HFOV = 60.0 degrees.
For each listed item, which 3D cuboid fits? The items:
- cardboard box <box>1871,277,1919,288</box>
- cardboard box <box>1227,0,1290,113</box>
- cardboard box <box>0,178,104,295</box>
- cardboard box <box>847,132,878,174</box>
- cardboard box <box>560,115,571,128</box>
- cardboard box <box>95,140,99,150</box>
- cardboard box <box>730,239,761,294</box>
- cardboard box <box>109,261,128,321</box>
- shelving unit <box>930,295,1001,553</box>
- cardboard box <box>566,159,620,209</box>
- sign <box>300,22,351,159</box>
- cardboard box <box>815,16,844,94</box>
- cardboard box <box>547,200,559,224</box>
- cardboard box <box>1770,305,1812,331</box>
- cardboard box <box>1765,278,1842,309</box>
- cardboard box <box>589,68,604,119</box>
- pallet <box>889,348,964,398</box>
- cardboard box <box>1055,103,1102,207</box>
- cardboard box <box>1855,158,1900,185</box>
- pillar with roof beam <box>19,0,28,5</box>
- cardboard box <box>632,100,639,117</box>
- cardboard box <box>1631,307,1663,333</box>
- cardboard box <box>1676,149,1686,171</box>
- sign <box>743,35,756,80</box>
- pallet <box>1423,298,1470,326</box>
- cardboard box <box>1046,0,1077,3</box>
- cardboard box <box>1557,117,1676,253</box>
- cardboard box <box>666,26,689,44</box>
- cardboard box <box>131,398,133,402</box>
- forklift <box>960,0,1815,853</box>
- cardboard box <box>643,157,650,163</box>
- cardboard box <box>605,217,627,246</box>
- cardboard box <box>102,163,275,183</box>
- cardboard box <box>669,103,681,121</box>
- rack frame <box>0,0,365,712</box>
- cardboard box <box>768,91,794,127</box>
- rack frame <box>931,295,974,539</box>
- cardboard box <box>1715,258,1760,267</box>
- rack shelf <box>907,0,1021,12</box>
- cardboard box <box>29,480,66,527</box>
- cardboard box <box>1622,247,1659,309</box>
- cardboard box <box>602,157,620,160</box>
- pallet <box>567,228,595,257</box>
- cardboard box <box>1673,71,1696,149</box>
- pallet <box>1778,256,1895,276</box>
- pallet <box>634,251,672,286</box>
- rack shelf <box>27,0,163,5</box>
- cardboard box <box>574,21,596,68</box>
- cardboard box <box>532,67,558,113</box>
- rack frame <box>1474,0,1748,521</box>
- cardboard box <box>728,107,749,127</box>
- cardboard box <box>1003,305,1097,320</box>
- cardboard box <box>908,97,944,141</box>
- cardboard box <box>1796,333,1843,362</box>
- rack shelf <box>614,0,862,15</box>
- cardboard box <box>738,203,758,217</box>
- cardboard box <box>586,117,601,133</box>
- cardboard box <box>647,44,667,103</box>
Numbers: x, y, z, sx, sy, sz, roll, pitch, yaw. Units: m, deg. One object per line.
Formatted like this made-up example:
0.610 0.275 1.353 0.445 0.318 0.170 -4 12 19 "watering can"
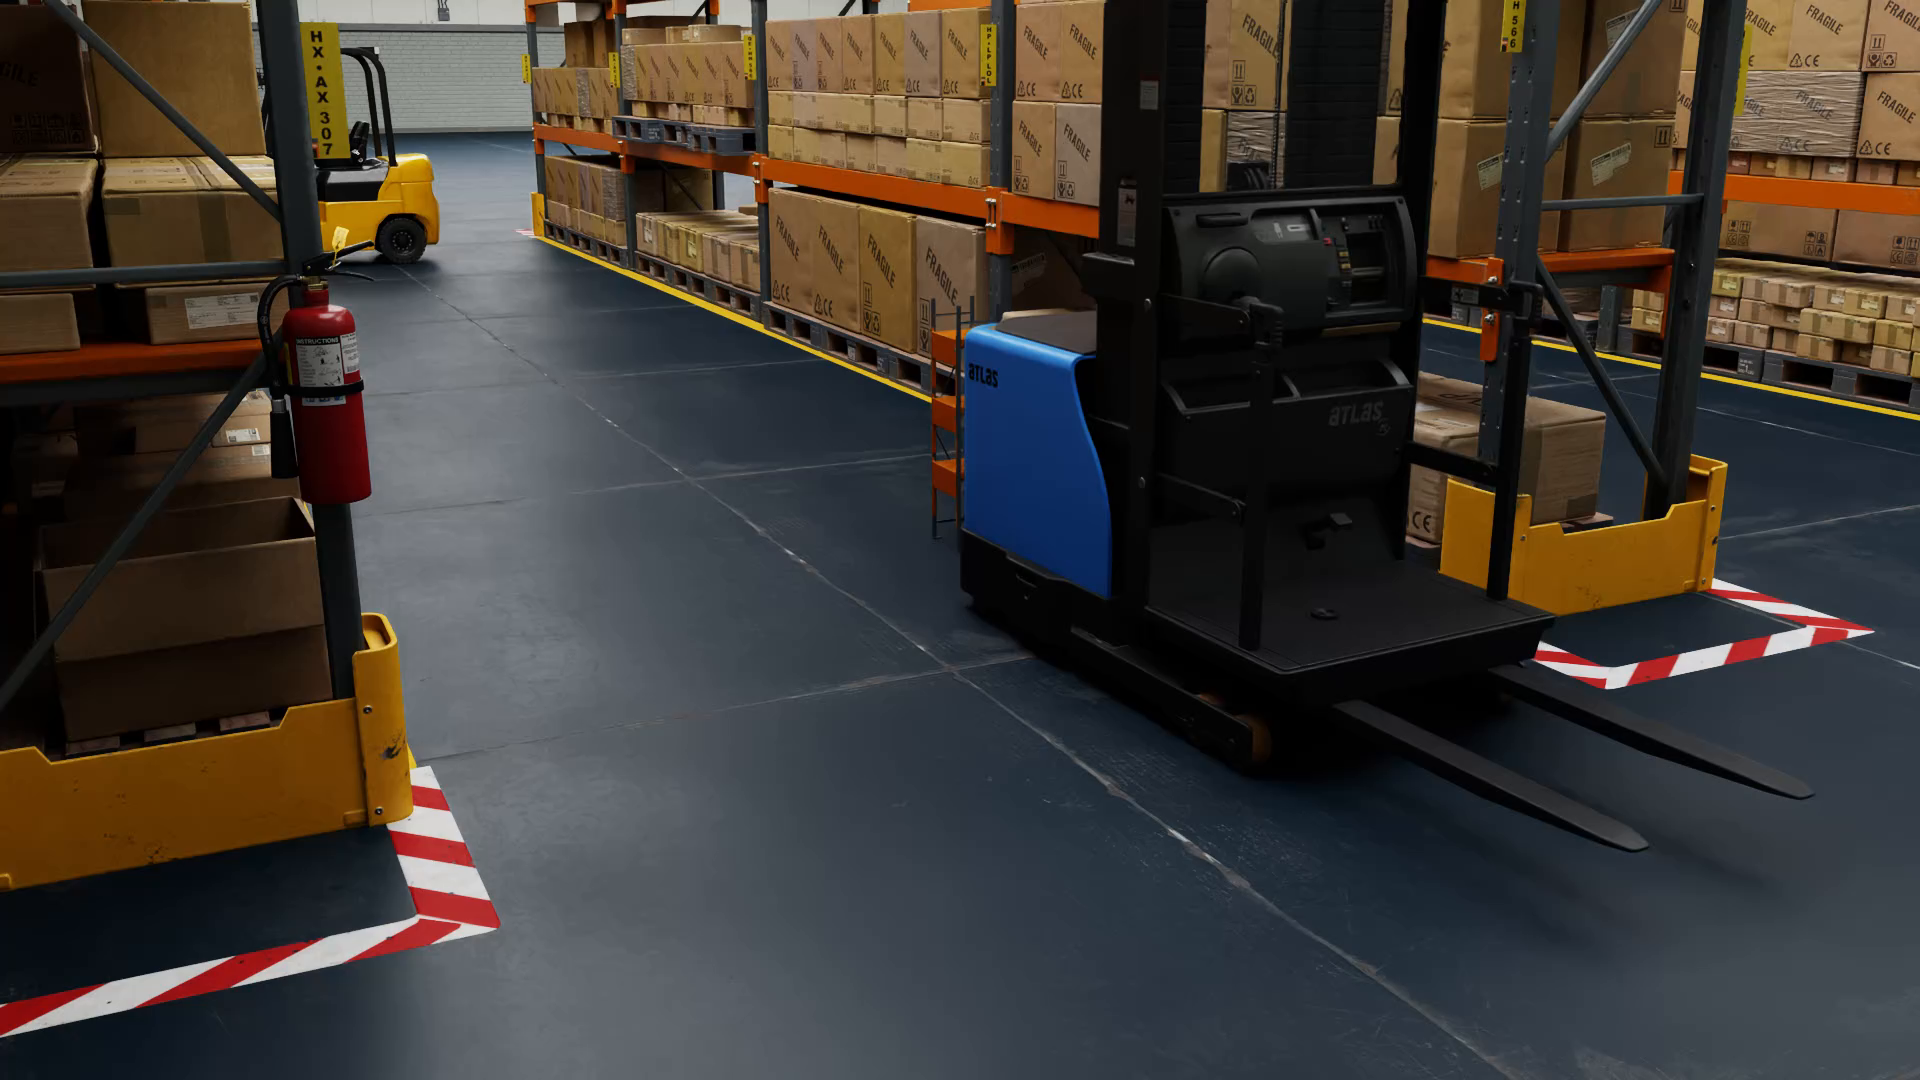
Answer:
6.077 -1.591 10.685 0.380 0.149 0.250 -8 18 -27 "cardboard box"
1.502 -2.098 7.130 0.500 0.500 0.500 -8 18 -25 "cardboard box"
-2.504 -0.782 4.269 0.500 0.250 0.500 -7 17 -23 "cardboard box"
-0.435 -2.611 11.185 0.500 0.250 0.500 -8 18 -25 "cardboard box"
-4.270 -4.702 18.653 0.380 0.149 0.250 -7 17 -23 "cardboard box"
-3.616 -1.413 6.468 0.500 0.250 0.500 -8 18 -25 "cardboard box"
-1.347 -2.293 13.807 0.950 0.372 0.625 -9 18 -29 "cardboard box"
-2.261 -0.741 4.851 0.380 0.149 0.250 -8 18 -26 "cardboard box"
0.023 -0.491 7.060 0.215 1.050 0.252 -8 18 -25 "shelving unit"
-4.052 -3.944 18.420 0.500 0.500 0.500 -7 18 -24 "cardboard box"
-1.576 -1.111 4.113 0.100 0.325 0.005 -8 18 -25 "sign"
-0.673 -3.338 11.451 0.500 0.500 0.500 -7 17 -23 "cardboard box"
-4.508 -3.844 19.430 0.500 0.250 0.500 -8 18 -25 "cardboard box"
5.466 -1.444 10.713 0.380 0.149 0.250 -7 17 -22 "cardboard box"
5.410 -1.585 10.663 0.380 0.149 0.250 -7 18 -24 "cardboard box"
-3.510 -4.603 17.132 0.500 0.500 0.500 -7 17 -23 "cardboard box"
0.238 -1.063 10.573 1.003 0.211 1.213 -8 18 -25 "pallet"
0.831 -1.996 8.587 0.500 0.500 0.500 -8 18 -25 "cardboard box"
5.659 -2.233 10.048 0.380 0.149 0.250 -7 17 -23 "cardboard box"
-8.337 -9.206 23.017 9.100 9.000 0.400 -8 18 -25 "pillar with roof beam"
-2.902 -4.111 15.832 0.380 0.149 0.250 -7 18 -24 "cardboard box"
4.920 -1.547 11.611 0.380 0.149 0.250 -9 18 -27 "cardboard box"
5.060 -2.559 11.185 0.380 0.149 0.250 -7 17 -23 "cardboard box"
-1.592 -3.664 12.624 0.100 0.325 0.005 -8 18 -25 "sign"
4.169 -2.000 13.838 1.003 0.211 1.213 -8 18 -25 "pallet"
0.676 -2.891 8.716 0.380 0.149 0.250 -7 18 -24 "cardboard box"
2.444 -1.431 6.619 0.500 0.500 0.500 -8 18 -25 "cardboard box"
-2.404 -4.493 14.813 0.380 0.149 0.250 -7 17 -22 "cardboard box"
-4.507 -0.831 8.479 0.500 0.500 0.500 -8 18 -27 "cardboard box"
1.148 -0.875 4.988 1.130 2.935 3.031 -9 18 -27 "forklift"
-3.225 -4.168 18.026 0.380 0.149 0.250 -7 17 -22 "cardboard box"
-3.361 -3.199 17.185 0.500 0.250 0.500 -7 17 -22 "cardboard box"
-2.241 -0.970 4.925 0.500 0.250 0.500 -7 18 -24 "cardboard box"
-2.356 -3.784 14.694 0.380 0.149 0.250 -7 17 -23 "cardboard box"
-2.064 -0.629 4.004 1.000 3.000 0.127 -8 18 -25 "rack frame"
-1.108 -3.226 12.420 0.500 0.250 0.500 -8 18 -25 "cardboard box"
-0.030 -0.522 7.165 0.200 1.050 0.008 -8 18 -25 "rack frame"
5.440 -1.905 11.781 0.380 0.149 0.250 -7 17 -23 "cardboard box"
0.669 -6.420 20.051 1.077 0.370 4.000 -8 18 -25 "rack shelf"
-3.549 -0.152 6.750 0.380 0.149 0.250 -8 18 -26 "cardboard box"
4.964 -2.060 12.762 0.500 0.500 0.500 -7 17 -23 "cardboard box"
-3.796 -4.141 19.108 0.500 0.500 0.500 -7 17 -23 "cardboard box"
-3.725 -3.330 18.472 1.003 0.211 1.213 -8 18 -25 "pallet"
5.040 -2.882 11.136 0.500 0.500 0.500 -8 18 -26 "cardboard box"
8.608 -2.564 15.802 1.003 0.211 1.213 -8 18 -25 "pallet"
-2.518 -2.672 16.178 1.003 0.211 1.213 -8 18 -25 "pallet"
-6.445 -4.204 12.330 1.077 0.370 4.000 -8 18 -25 "rack shelf"
-3.978 -5.642 18.939 0.700 0.500 0.500 -7 18 -24 "cardboard box"
-4.655 -5.237 19.341 0.500 0.500 0.500 -8 18 -26 "cardboard box"
2.397 -1.230 6.097 1.000 3.000 0.127 -8 18 -25 "rack frame"
-1.646 -3.405 13.372 0.380 0.149 0.250 -7 18 -24 "cardboard box"
0.823 -1.023 9.261 0.875 0.438 0.875 -8 18 -26 "cardboard box"
0.007 -2.593 10.212 0.500 0.250 0.500 -7 18 -24 "cardboard box"
5.525 -1.230 10.507 0.380 0.149 0.250 -8 18 -26 "cardboard box"
-1.984 -4.805 14.423 1.077 0.370 4.000 -8 18 -25 "rack shelf"
-2.107 -3.435 18.309 0.500 0.500 0.500 4 16 13 "cardboard box"
-3.723 -4.379 17.526 0.380 0.149 0.250 -8 18 -26 "cardboard box"
-2.489 -4.199 14.962 0.500 0.500 0.500 -8 18 -25 "cardboard box"
